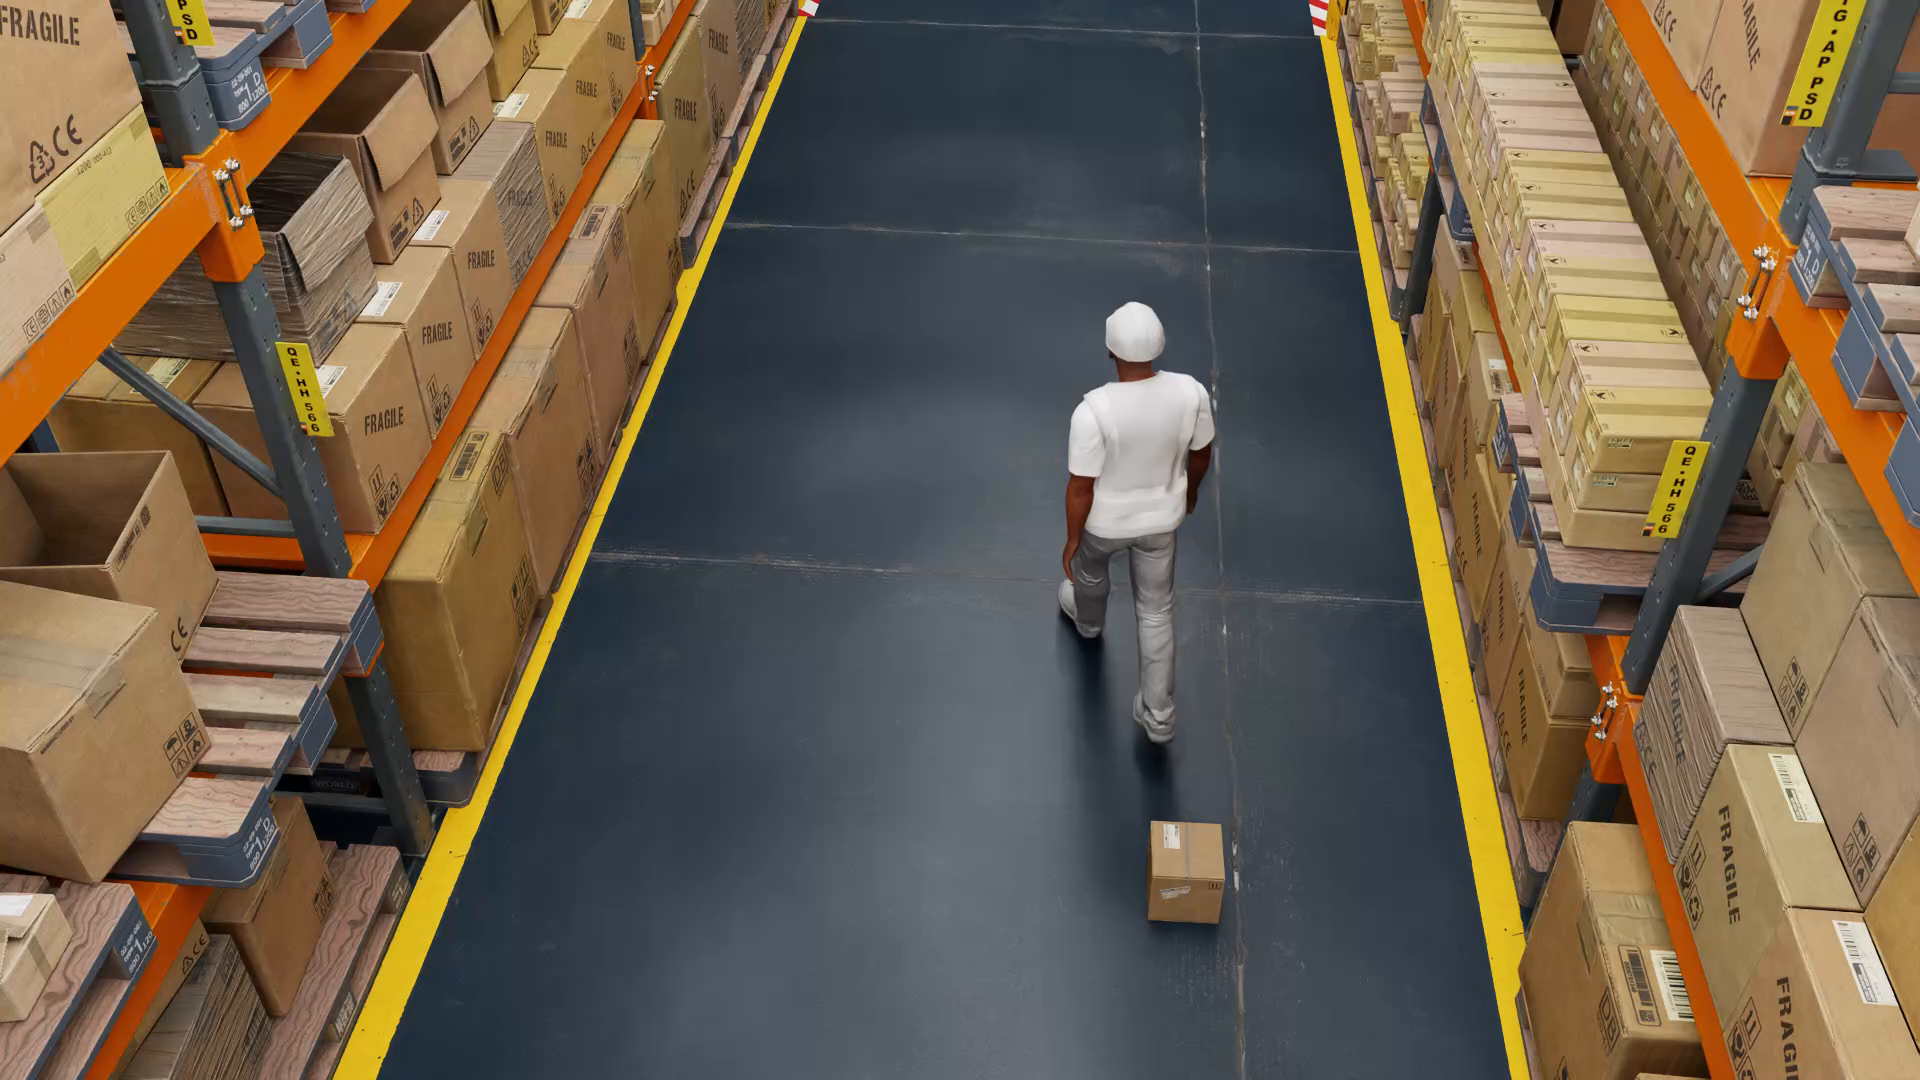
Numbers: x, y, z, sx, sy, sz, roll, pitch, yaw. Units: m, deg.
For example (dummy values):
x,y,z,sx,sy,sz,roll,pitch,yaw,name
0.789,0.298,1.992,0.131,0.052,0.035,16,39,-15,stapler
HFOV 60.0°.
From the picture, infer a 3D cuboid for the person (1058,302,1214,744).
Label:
x,y,z,sx,sy,sz,roll,pitch,yaw,name
0.658,-0.106,6.282,0.597,1.725,1.045,-6,40,-8,person
